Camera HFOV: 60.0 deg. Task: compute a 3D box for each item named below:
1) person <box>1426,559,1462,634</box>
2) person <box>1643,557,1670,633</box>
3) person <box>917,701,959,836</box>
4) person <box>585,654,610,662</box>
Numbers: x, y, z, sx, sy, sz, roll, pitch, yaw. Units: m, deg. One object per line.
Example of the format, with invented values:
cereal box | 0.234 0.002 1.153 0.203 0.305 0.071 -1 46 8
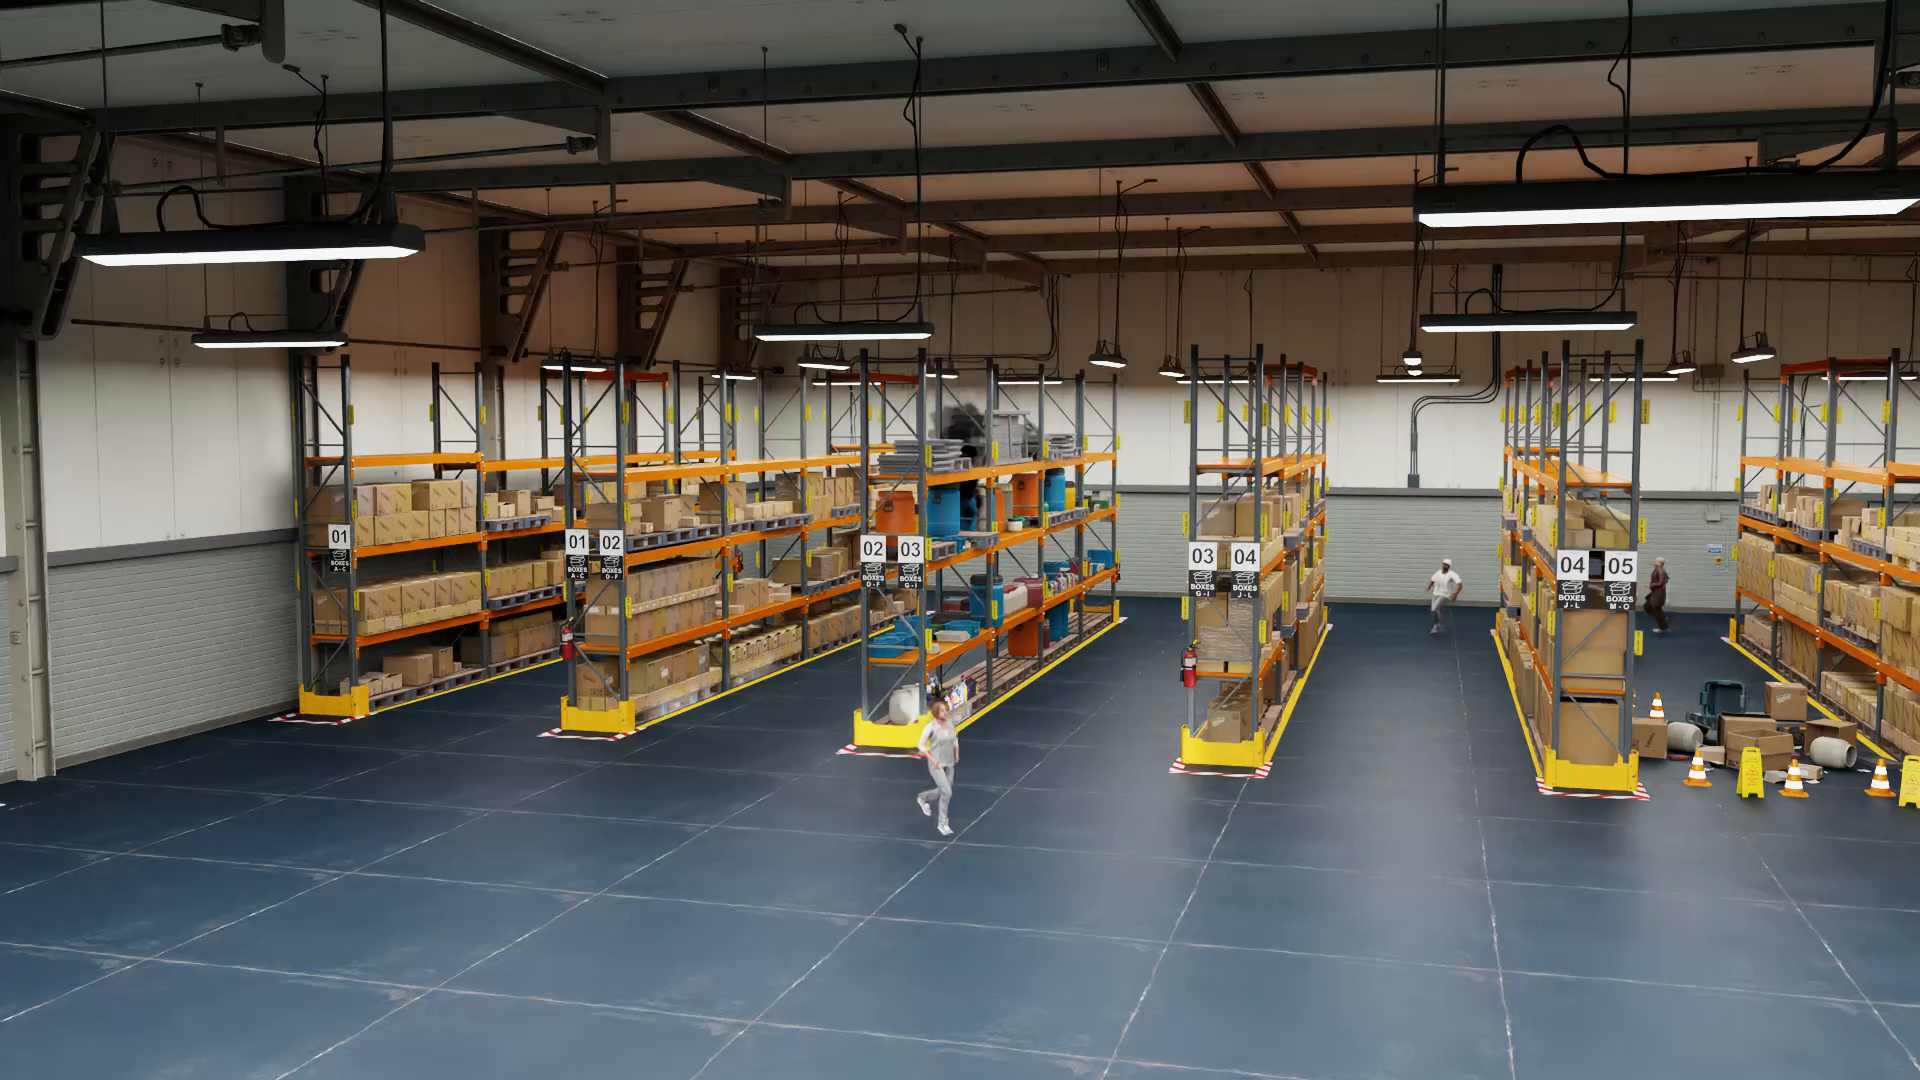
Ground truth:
person | 11.023 1.303 38.126 0.632 1.741 0.758 -2 5 -29
person | 16.054 1.260 38.340 0.644 1.742 0.687 1 4 16
person | -0.285 2.767 20.052 0.555 1.514 0.659 -3 5 -38
person | -6.802 1.800 31.522 0.635 1.770 0.795 1 4 10
